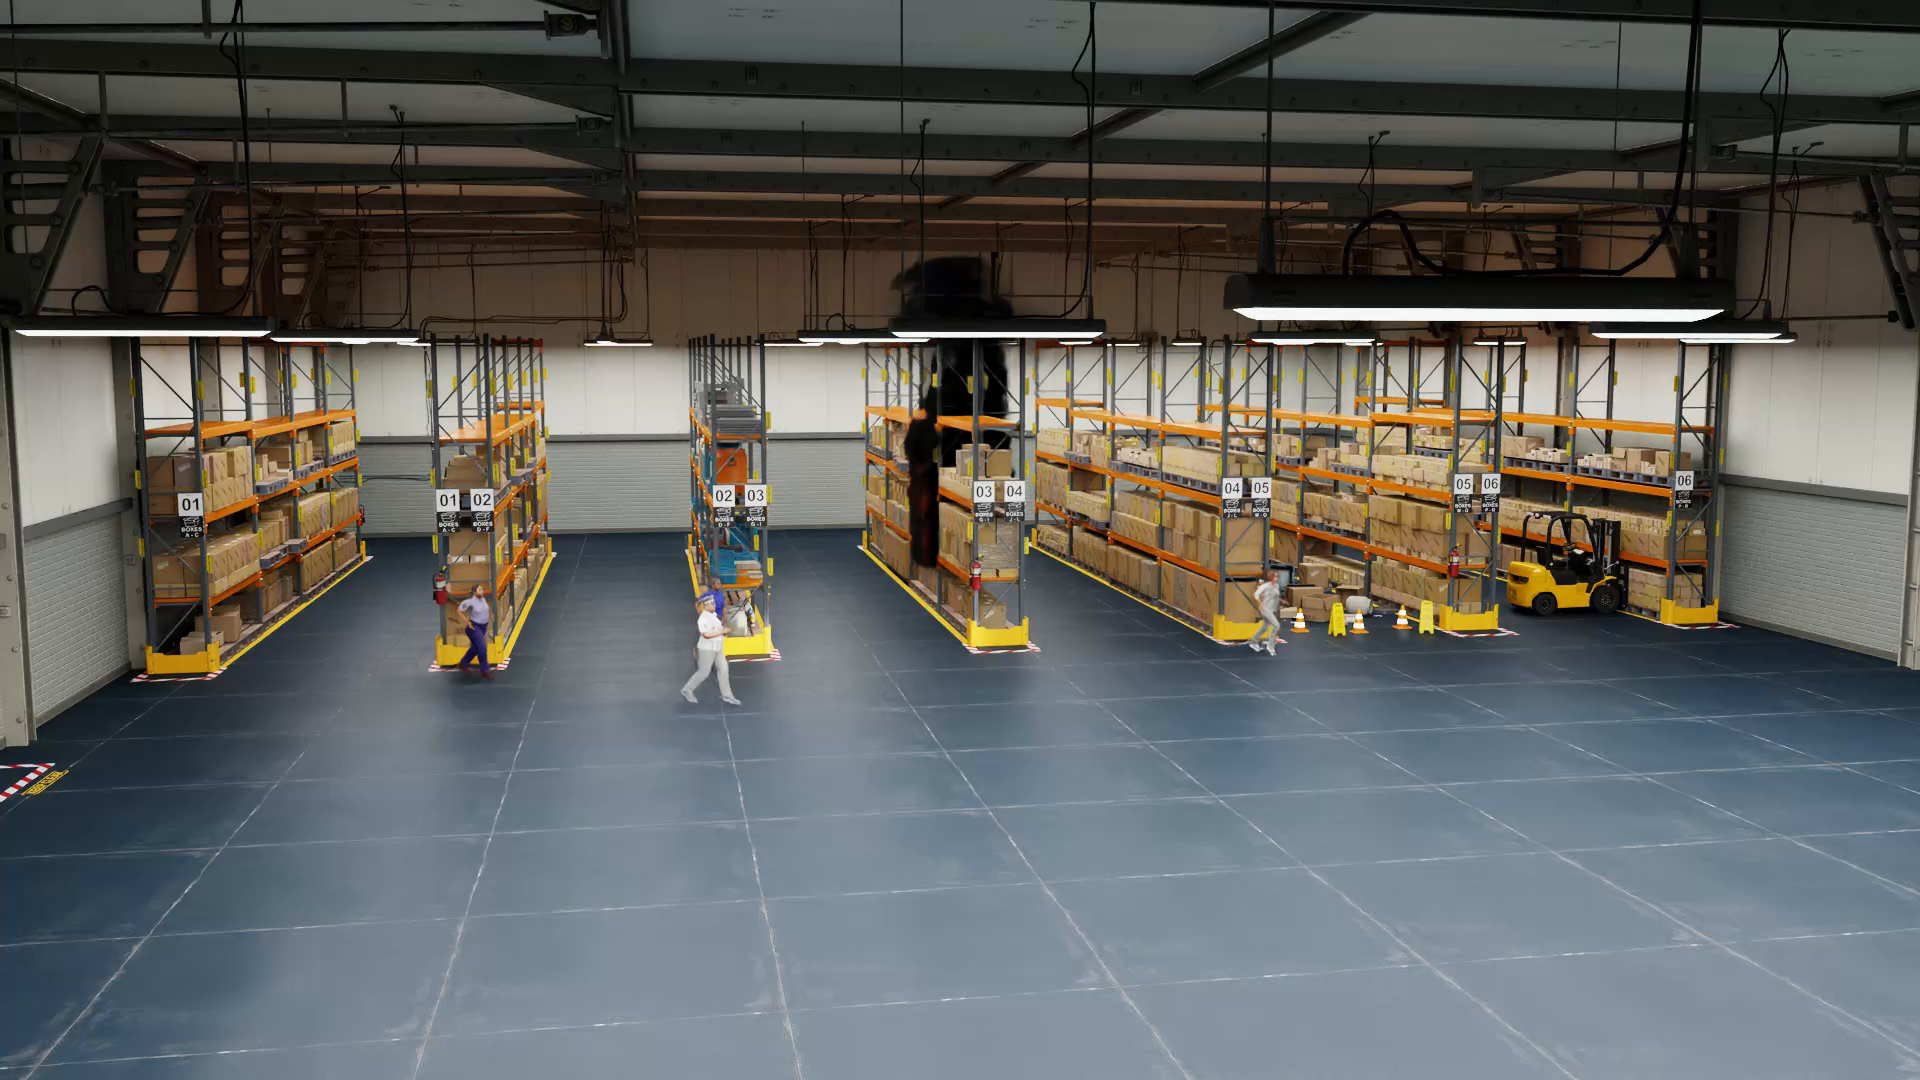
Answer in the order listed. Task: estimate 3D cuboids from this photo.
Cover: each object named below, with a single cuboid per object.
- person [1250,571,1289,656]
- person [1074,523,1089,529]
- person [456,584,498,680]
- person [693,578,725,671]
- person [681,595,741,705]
[{"bbox_3d":[5.795,1.366,31.256,0.784,1.612,0.459,5,8,35],"label":"person"},{"bbox_3d":[3.648,-0.872,50.054,0.702,1.776,0.689,-2,7,-13],"label":"person"},{"bbox_3d":[-8.412,1.583,28.916,0.847,1.666,0.608,2,7,15],"label":"person"},{"bbox_3d":[-4.484,1.501,30.030,0.806,1.642,0.629,5,8,38],"label":"person"},{"bbox_3d":[-4.015,1.763,26.734,0.964,1.788,0.656,2,7,14],"label":"person"}]
